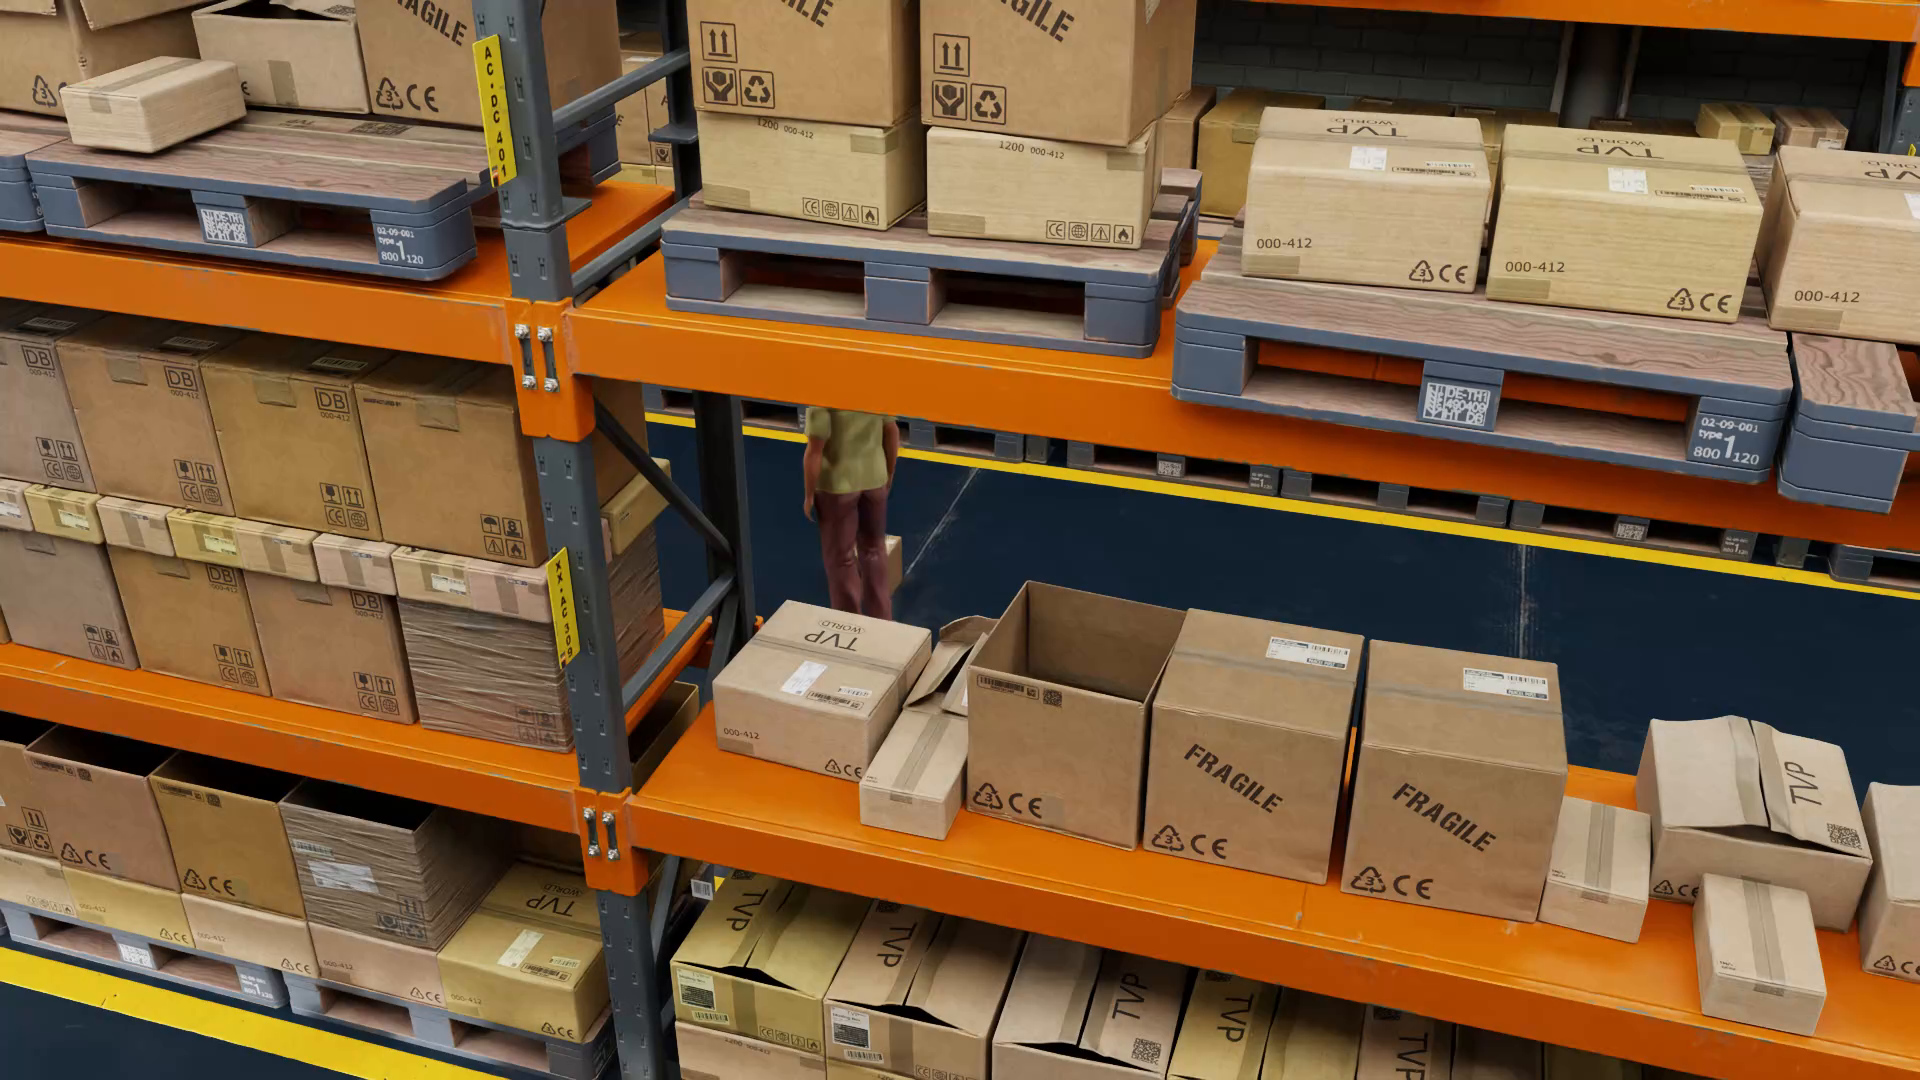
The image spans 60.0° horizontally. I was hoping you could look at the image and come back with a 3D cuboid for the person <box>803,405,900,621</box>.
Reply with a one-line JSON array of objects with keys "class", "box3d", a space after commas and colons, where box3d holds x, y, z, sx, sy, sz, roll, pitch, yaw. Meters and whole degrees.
[{"class": "person", "box3d": [-0.504, -0.211, 7.501, 0.458, 1.748, 0.417, -15, 33, -25]}]
